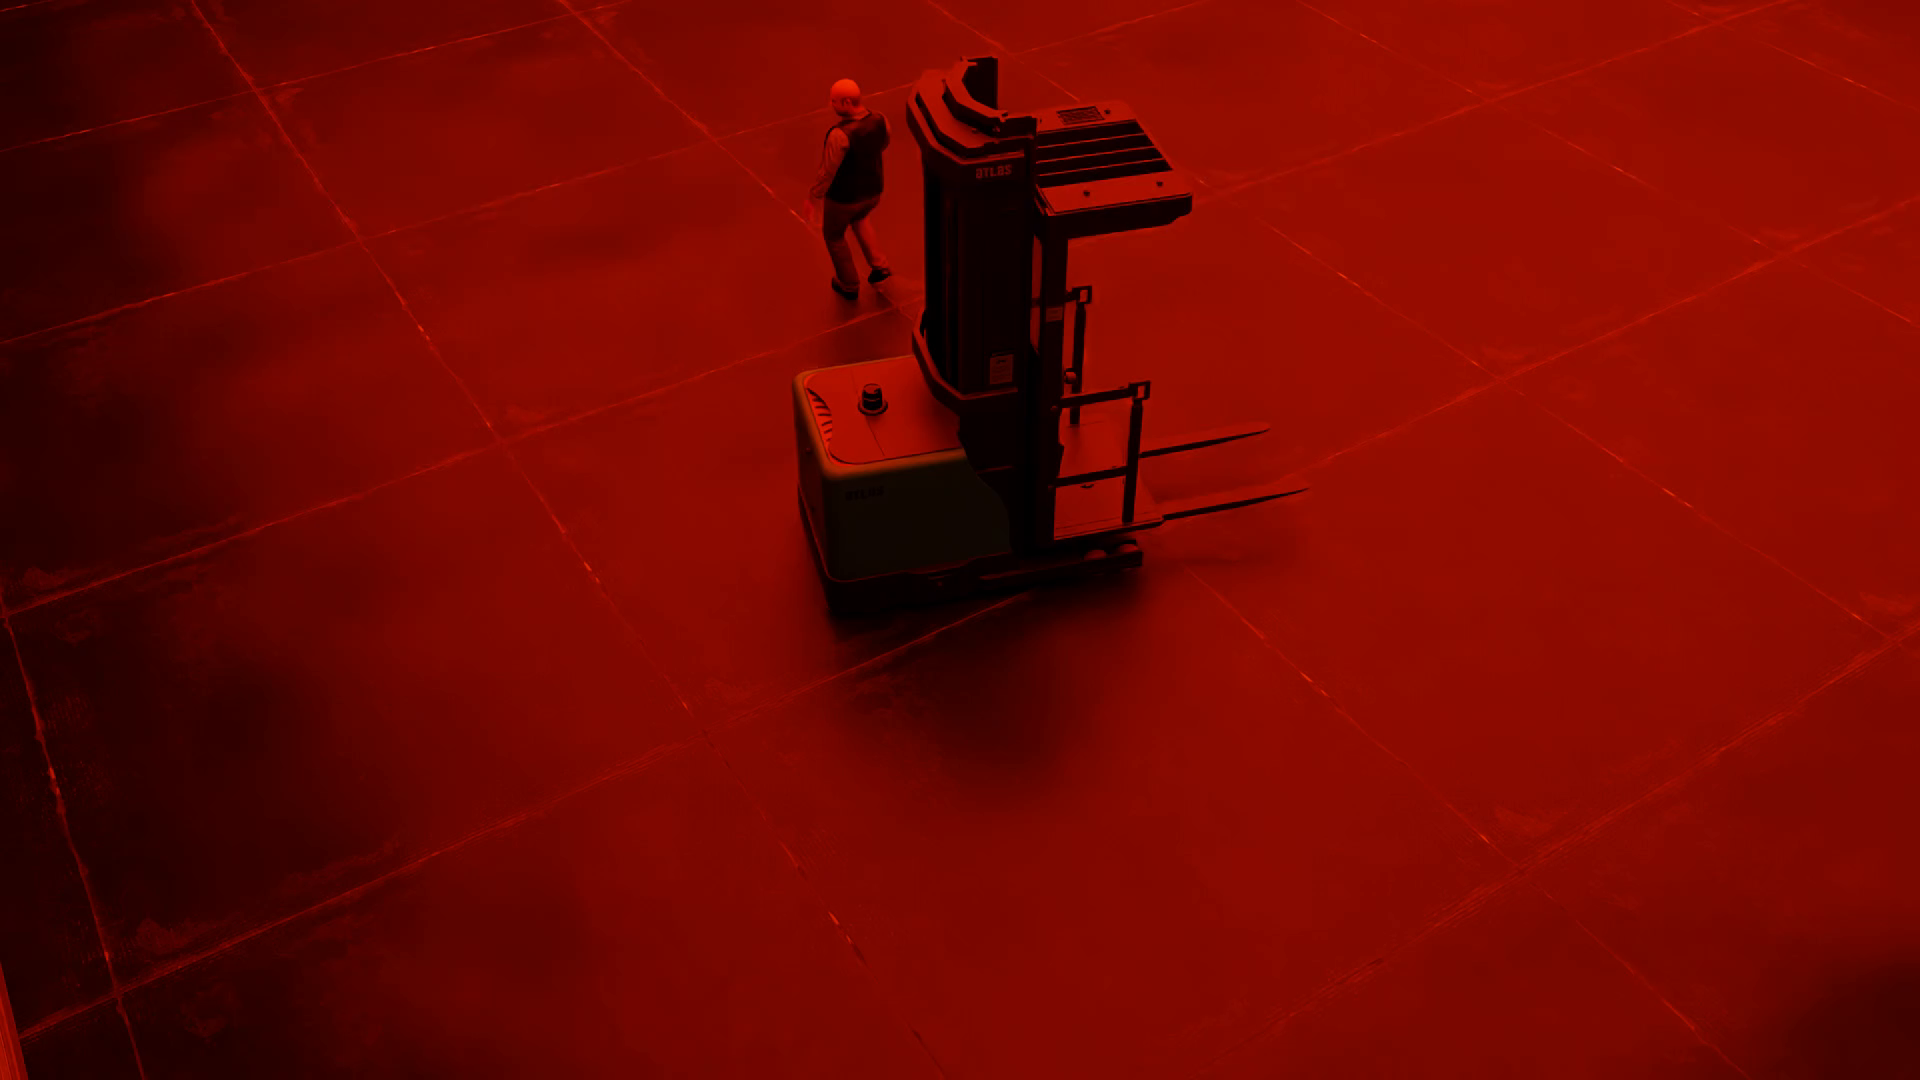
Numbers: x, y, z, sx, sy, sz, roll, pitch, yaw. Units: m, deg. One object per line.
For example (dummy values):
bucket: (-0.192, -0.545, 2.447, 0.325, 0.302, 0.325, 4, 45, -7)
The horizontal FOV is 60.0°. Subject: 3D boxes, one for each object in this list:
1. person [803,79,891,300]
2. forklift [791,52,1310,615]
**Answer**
person: (-0.802, -2.430, 11.603, 0.760, 1.688, 0.481, -28, 48, -28)
forklift: (0.588, -1.210, 9.256, 3.031, 2.935, 1.130, -10, 42, -11)
